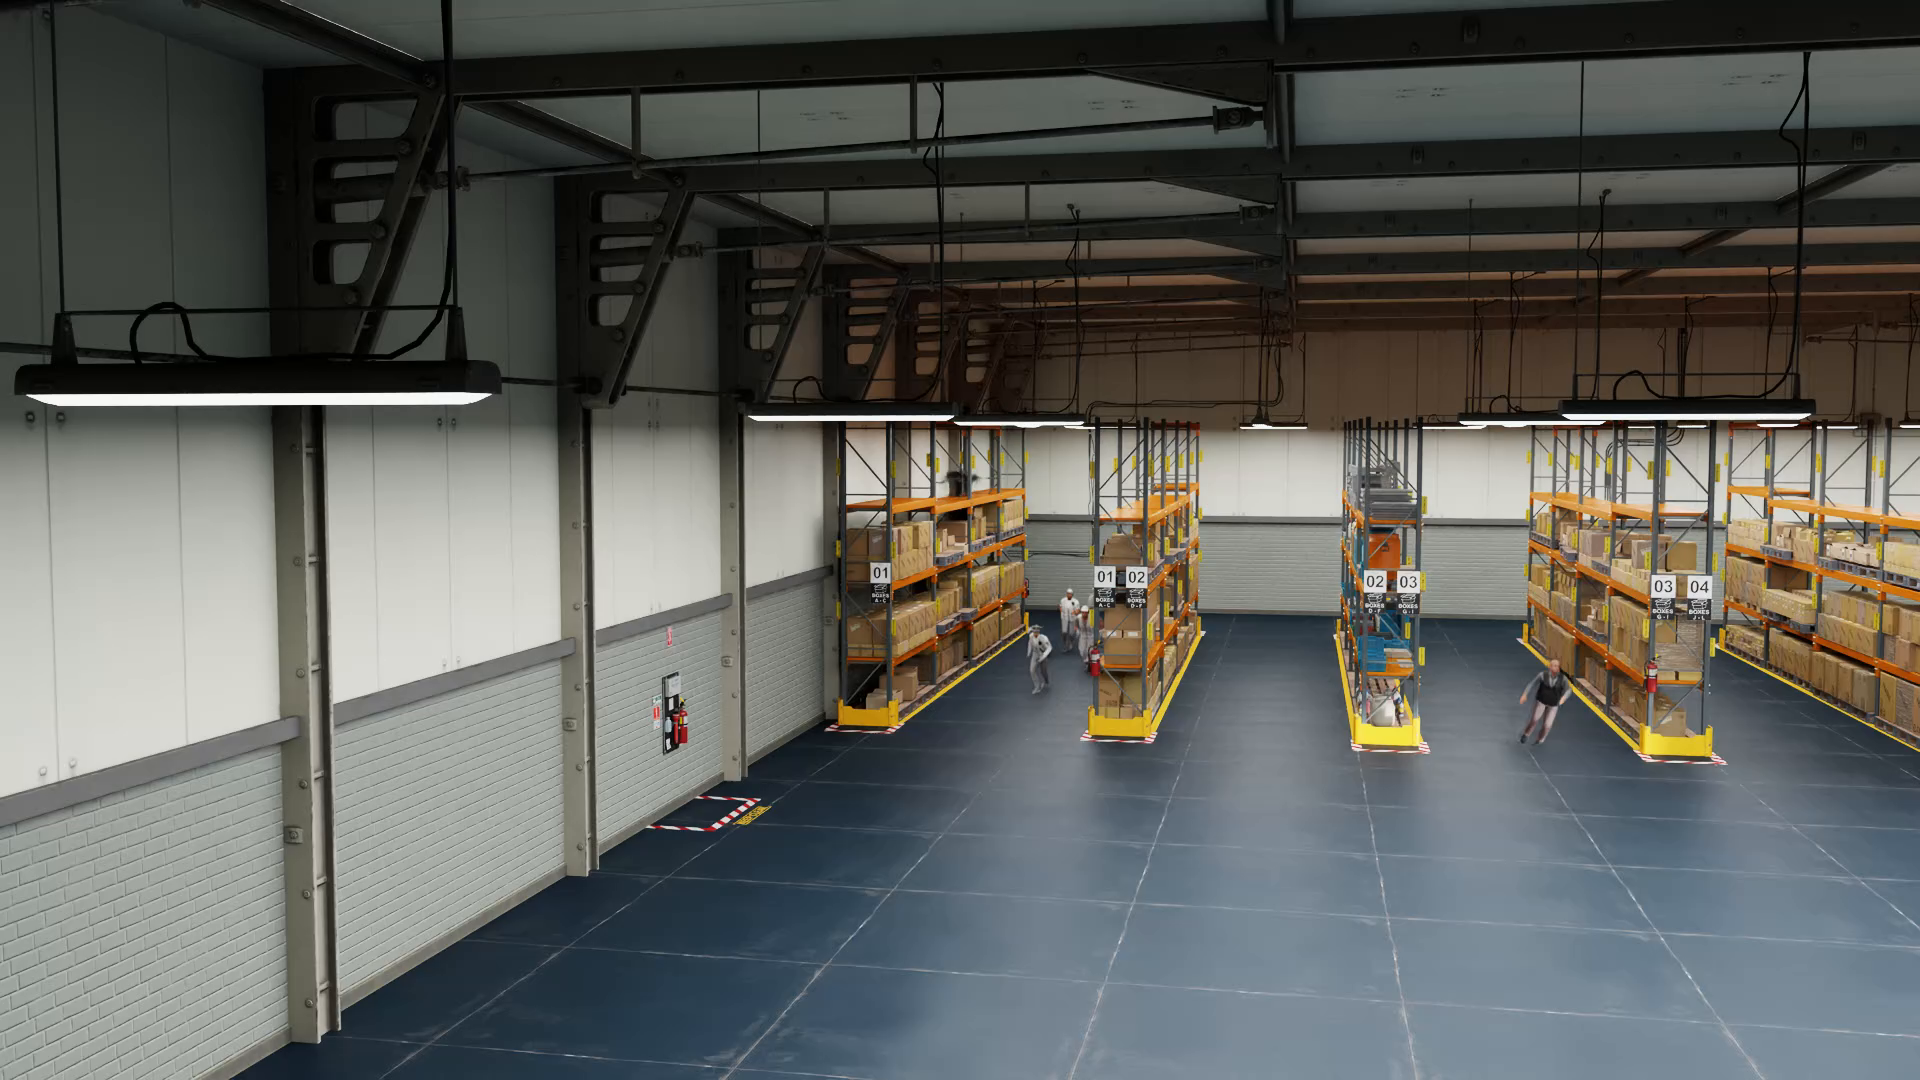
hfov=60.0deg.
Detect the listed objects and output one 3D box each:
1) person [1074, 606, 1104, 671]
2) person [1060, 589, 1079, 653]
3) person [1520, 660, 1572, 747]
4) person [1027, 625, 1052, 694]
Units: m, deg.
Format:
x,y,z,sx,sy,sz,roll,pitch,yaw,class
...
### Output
x,y,z,sx,sy,sz,roll,pitch,yaw,class
3.062,2.349,39.651,0.700,1.609,0.821,1,4,14,person
2.852,2.111,43.321,0.503,1.675,0.800,0,4,2,person
10.626,2.980,30.137,0.881,1.636,0.609,1,4,8,person
1.798,2.583,36.563,0.619,1.509,1.031,2,4,24,person
